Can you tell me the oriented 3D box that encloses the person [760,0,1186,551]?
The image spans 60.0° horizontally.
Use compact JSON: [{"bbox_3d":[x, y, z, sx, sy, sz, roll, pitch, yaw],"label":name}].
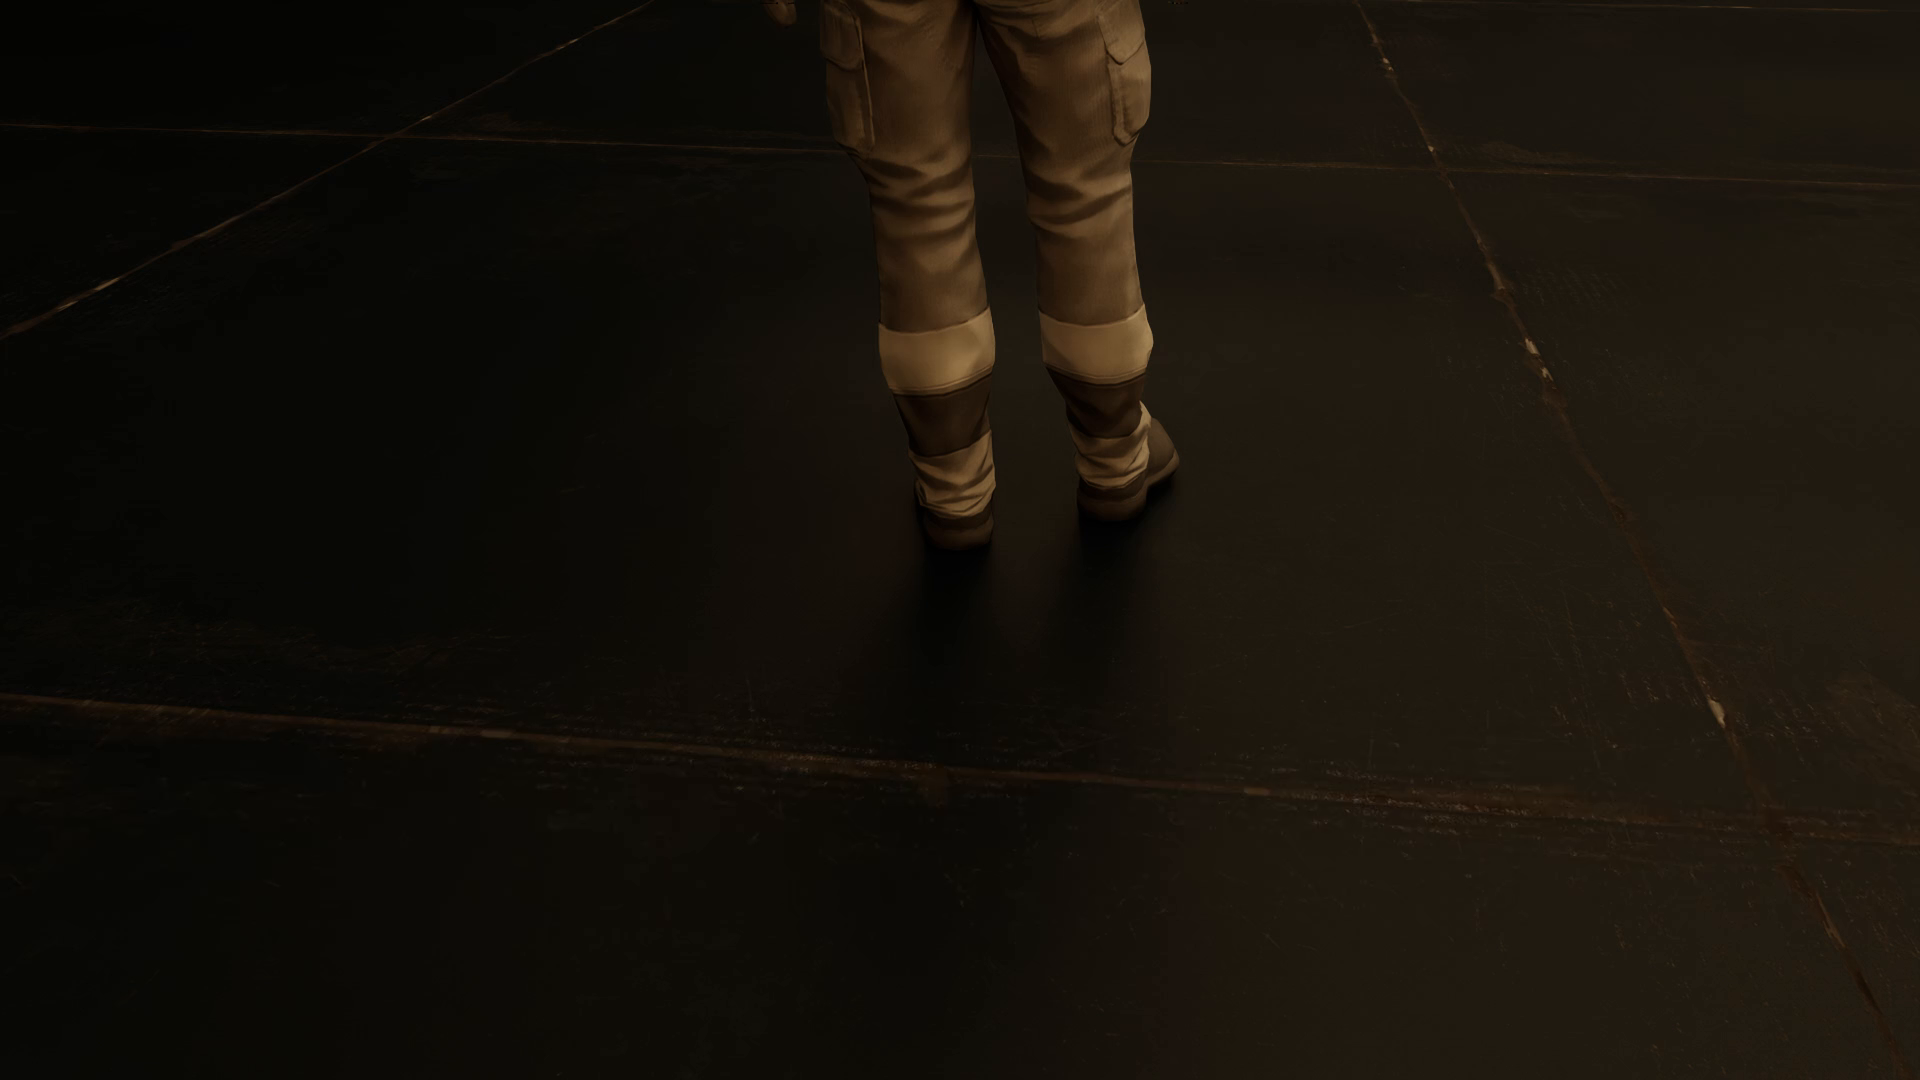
[{"bbox_3d":[0.021,-0.842,2.168,0.638,1.789,0.562,3,27,7],"label":"person"}]
